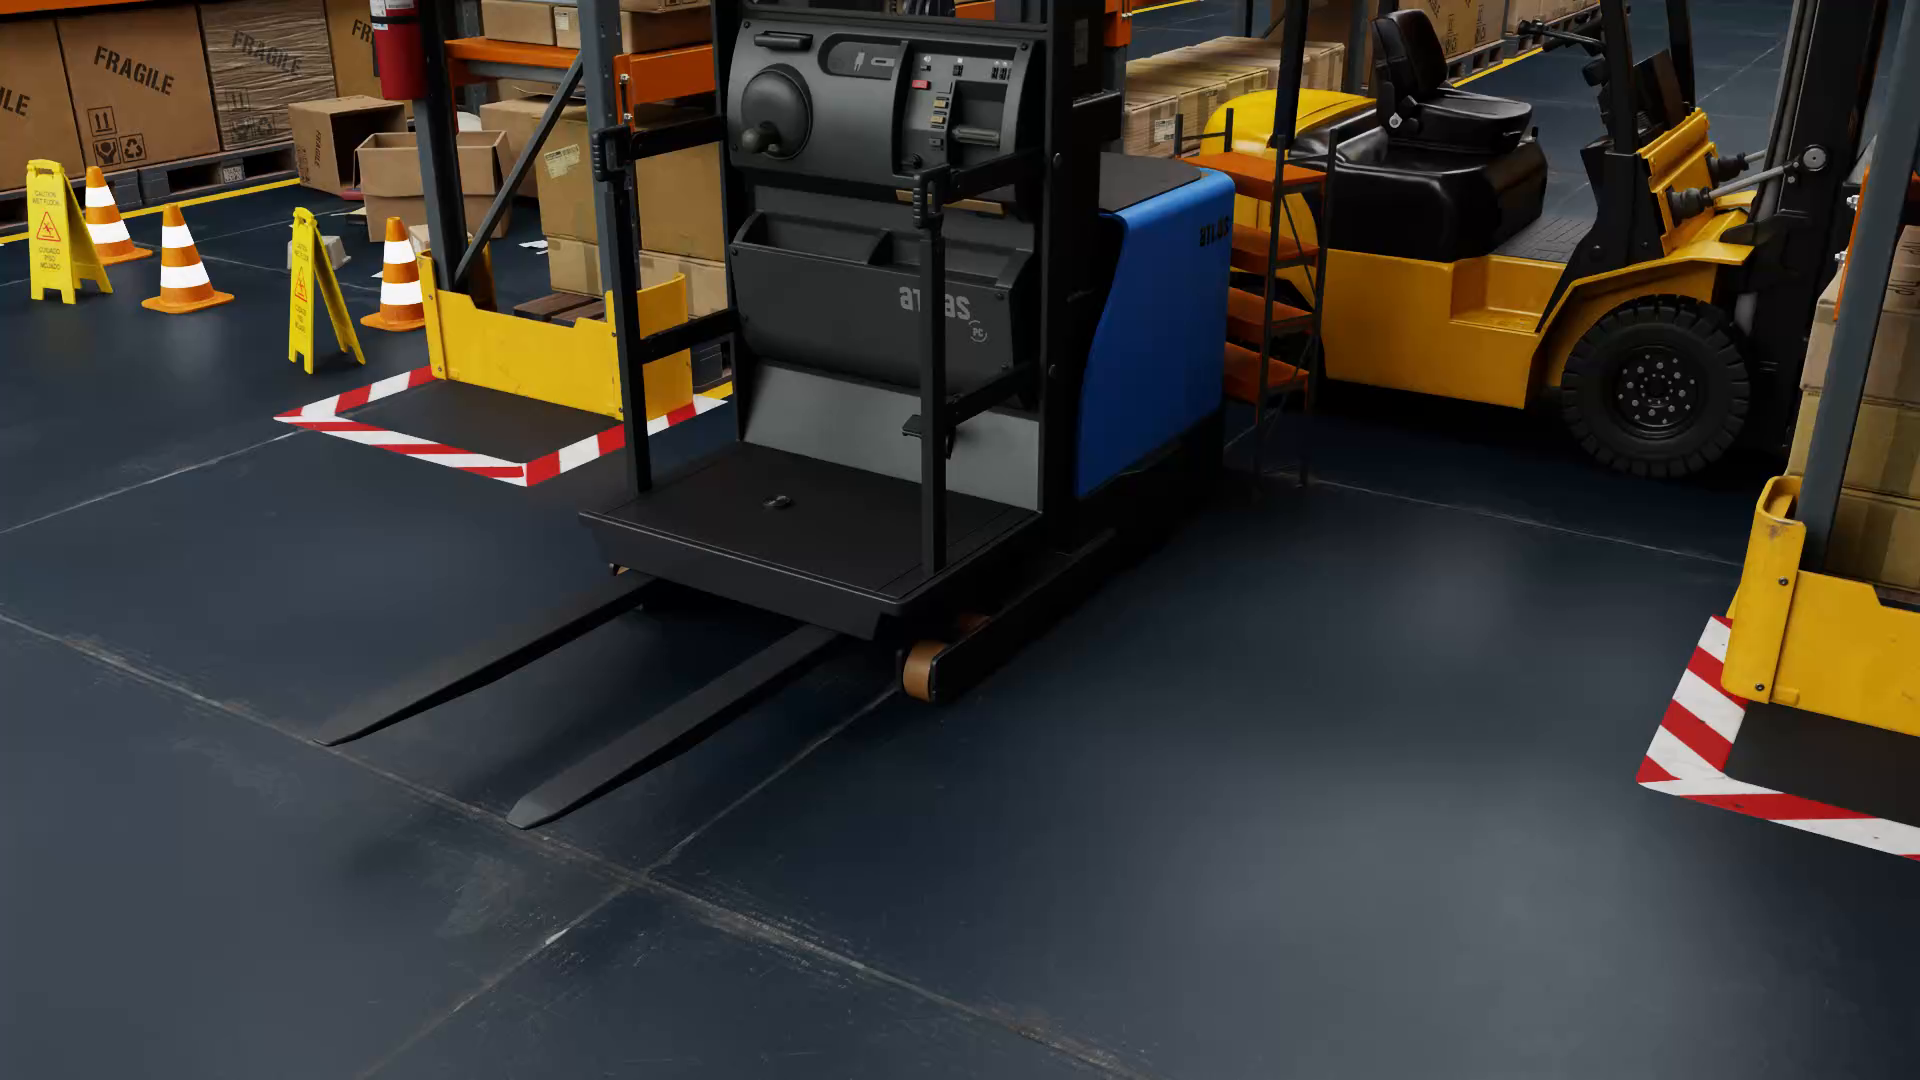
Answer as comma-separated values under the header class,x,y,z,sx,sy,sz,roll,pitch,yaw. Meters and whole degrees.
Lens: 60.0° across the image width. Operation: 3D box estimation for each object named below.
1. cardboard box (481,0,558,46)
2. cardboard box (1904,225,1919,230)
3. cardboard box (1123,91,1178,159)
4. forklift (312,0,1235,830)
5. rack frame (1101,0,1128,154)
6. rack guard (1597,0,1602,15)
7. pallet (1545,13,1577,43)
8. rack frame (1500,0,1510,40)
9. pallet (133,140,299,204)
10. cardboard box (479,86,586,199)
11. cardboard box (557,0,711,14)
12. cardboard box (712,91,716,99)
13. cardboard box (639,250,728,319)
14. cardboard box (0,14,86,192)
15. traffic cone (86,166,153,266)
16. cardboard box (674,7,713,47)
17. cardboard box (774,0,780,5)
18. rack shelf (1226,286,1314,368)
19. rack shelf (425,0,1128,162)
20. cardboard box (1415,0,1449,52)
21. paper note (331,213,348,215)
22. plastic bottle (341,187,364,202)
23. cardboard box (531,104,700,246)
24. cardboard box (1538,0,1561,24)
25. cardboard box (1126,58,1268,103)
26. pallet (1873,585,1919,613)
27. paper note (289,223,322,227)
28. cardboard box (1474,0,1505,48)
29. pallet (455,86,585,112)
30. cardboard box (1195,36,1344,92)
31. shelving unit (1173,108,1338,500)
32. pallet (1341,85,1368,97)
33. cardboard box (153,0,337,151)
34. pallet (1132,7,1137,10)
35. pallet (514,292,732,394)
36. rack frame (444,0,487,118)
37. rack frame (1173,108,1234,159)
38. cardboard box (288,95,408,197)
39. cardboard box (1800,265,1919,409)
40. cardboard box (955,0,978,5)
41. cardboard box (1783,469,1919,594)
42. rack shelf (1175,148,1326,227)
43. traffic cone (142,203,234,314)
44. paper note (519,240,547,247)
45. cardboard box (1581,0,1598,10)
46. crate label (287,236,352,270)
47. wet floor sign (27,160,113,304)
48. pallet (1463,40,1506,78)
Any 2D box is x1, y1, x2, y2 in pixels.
class,x,y,z,sx,sy,sz,roll,pitch,yaw
cardboard box,-1.630,-2.020,6.456,0.380,0.149,0.250,15,28,31
cardboard box,3.074,-0.882,5.185,0.500,0.250,0.500,14,27,30
cardboard box,0.739,-2.479,9.979,0.950,0.372,0.625,14,27,30
forklift,-0.338,-1.137,4.187,1.130,2.935,3.031,14,27,30
rack frame,0.465,-3.314,9.130,1.000,3.000,0.127,14,27,29
rack guard,6.807,-6.225,19.001,1.175,0.500,0.348,14,27,29
pallet,5.795,-5.388,17.431,1.003,0.211,1.213,14,27,29
rack frame,4.685,-6.014,15.367,1.000,3.000,0.127,14,27,29
pallet,-4.904,-2.384,10.491,1.003,0.211,1.213,14,27,29
cardboard box,-2.383,-2.322,9.809,0.797,0.637,0.503,14,27,29
cardboard box,-1.160,-2.248,6.168,0.500,0.500,0.500,13,27,28
cardboard box,-1.172,-2.084,7.460,0.380,0.149,0.250,14,27,30
cardboard box,-0.985,-1.109,6.969,0.500,0.250,0.500,14,27,29
cardboard box,-5.602,-2.428,9.228,0.875,0.875,0.875,14,27,29
traffic cone,-4.417,-1.685,8.560,0.336,0.463,0.334,14,27,29
cardboard box,-1.169,-2.008,6.430,0.380,0.149,0.250,14,27,30
cardboard box,-0.787,-2.157,6.773,0.380,0.149,0.250,14,27,30
rack shelf,0.946,-0.731,5.598,0.258,0.148,0.480,-14,27,-30
rack shelf,-0.590,-2.309,7.714,1.077,0.370,4.000,14,27,29
cardboard box,3.484,-4.398,13.779,0.875,0.875,0.875,14,27,30
paper note,-3.556,-1.877,9.574,0.123,0.001,0.032,-12,26,-26
plastic bottle,-3.535,-2.063,9.939,0.283,0.061,0.133,5,24,11
cardboard box,-1.444,-1.564,7.076,0.500,0.500,0.500,14,27,29
cardboard box,5.579,-5.523,16.929,0.875,0.438,0.875,13,27,27
cardboard box,1.481,-2.957,11.084,0.950,0.372,0.625,15,28,31
pallet,2.941,0.087,4.782,1.003,0.211,1.213,14,27,29
paper note,-3.656,-1.763,9.287,0.142,0.017,0.144,-17,29,-35
cardboard box,4.426,-5.006,15.184,0.875,0.875,0.875,15,27,31
pallet,-3.451,-3.314,12.639,1.003,0.211,1.213,14,27,29
cardboard box,2.268,-3.462,12.252,0.950,0.372,0.625,12,26,25
shelving unit,0.946,-0.793,5.571,0.258,1.200,0.503,-14,27,-30
pallet,3.055,-3.635,13.381,1.003,0.211,1.213,14,27,29
cardboard box,-4.657,-3.032,10.625,0.875,0.875,0.875,14,27,29
pallet,1.393,-6.385,19.734,1.003,0.211,1.213,14,27,29
pallet,-1.147,-0.977,7.241,1.003,0.211,1.213,14,27,29
rack frame,-3.794,-4.317,11.447,1.000,3.000,0.127,14,27,29
rack frame,0.814,-0.874,5.759,0.240,1.200,0.015,-14,27,-30
cardboard box,-3.741,-2.432,10.236,0.500,0.500,0.500,20,30,38
cardboard box,2.552,-0.536,4.386,0.500,0.250,0.500,15,28,31
cardboard box,-0.139,-2.603,7.803,0.380,0.149,0.250,13,27,28
cardboard box,2.553,-0.081,4.594,0.500,0.250,0.500,14,27,29
rack shelf,0.946,-1.153,5.415,0.258,0.148,0.480,-14,27,-30
traffic cone,-3.637,-1.333,7.747,0.336,0.463,0.334,14,27,29
paper note,-2.262,-1.588,8.894,0.142,0.019,0.148,-17,29,-35
cardboard box,6.531,-6.138,18.348,0.875,0.438,0.875,13,27,27
crate label,-3.275,-1.462,8.455,0.250,0.136,0.298,1,23,2
wet floor sign,-4.237,-1.462,7.816,0.267,0.644,0.232,9,25,20
pallet,4.342,-4.458,15.283,1.003,0.211,1.213,14,27,29
